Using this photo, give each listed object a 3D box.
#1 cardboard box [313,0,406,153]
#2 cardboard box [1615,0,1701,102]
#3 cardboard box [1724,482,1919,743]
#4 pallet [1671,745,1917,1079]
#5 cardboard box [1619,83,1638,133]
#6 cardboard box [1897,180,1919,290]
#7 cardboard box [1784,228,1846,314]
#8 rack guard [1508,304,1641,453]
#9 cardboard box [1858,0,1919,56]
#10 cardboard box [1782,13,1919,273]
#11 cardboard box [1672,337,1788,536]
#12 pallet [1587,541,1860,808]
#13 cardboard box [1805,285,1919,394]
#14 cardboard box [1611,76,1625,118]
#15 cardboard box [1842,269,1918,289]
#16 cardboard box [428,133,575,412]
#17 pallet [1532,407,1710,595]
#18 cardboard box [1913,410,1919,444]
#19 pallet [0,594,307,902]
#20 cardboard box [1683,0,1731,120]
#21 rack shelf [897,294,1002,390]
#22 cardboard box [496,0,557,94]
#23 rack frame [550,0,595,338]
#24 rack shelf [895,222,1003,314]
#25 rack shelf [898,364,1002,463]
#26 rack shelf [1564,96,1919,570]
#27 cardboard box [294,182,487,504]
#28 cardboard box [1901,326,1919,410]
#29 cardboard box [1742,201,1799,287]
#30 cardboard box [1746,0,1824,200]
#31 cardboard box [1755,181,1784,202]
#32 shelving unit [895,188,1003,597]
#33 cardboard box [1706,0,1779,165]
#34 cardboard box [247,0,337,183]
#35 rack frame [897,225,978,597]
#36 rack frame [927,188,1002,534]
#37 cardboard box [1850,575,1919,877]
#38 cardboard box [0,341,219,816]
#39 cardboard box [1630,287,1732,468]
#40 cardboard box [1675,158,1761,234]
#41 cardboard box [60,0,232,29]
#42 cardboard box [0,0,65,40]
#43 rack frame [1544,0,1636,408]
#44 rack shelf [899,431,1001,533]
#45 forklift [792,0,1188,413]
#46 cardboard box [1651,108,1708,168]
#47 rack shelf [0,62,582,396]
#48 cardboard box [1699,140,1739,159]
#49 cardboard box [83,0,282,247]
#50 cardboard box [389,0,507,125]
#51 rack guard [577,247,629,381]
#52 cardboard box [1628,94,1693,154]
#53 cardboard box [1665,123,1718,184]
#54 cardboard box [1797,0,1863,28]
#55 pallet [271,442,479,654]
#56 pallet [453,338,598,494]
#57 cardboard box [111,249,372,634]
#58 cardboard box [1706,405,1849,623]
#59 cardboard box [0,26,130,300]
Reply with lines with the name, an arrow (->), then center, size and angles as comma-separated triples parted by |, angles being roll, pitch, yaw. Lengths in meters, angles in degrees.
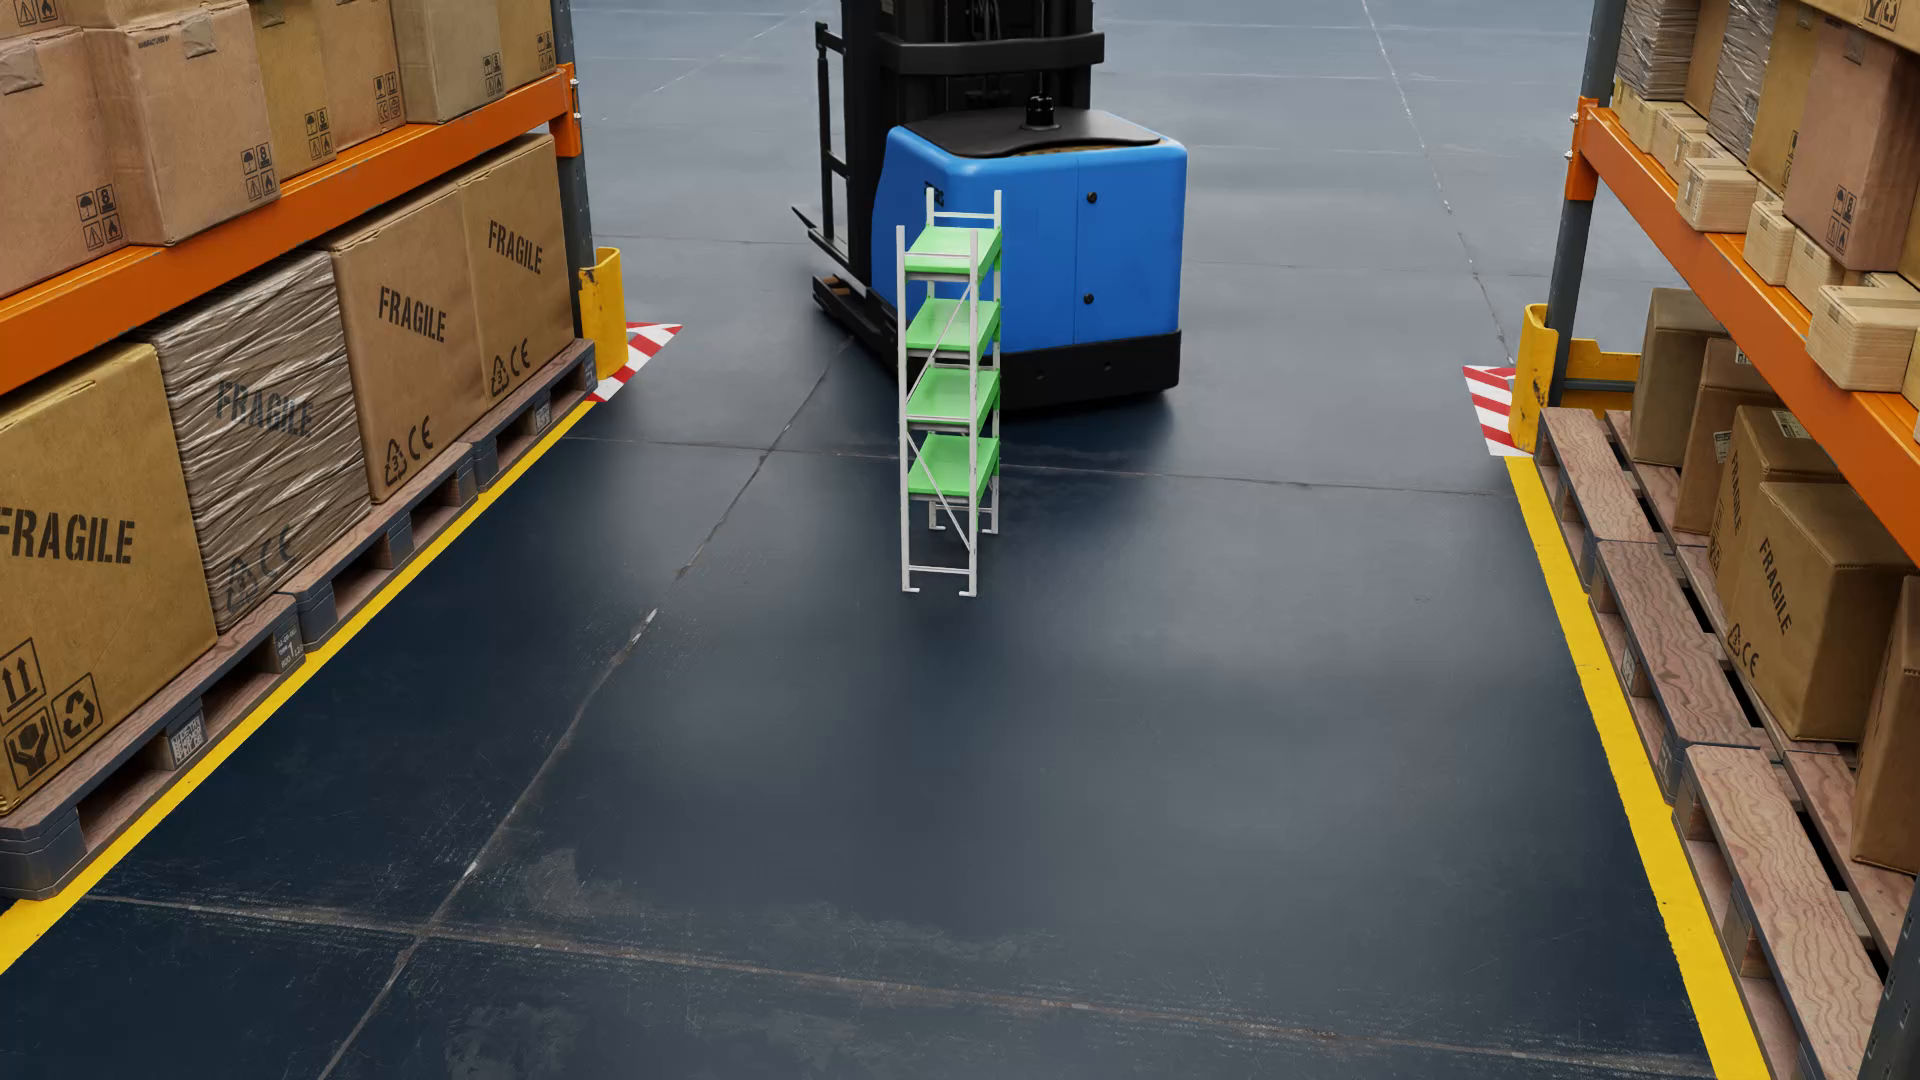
cardboard box -> -2.388, -1.601, 5.455 | 0.875, 0.550, 0.550 | 4, 25, 9
cardboard box -> 2.672, -1.714, 5.405 | 0.875, 0.500, 0.500 | 4, 25, 9
cardboard box -> 2.350, 0.183, 4.274 | 0.500, 0.500, 0.500 | 2, 25, 4
pallet -> 2.210, 0.890, 3.599 | 1.003, 0.211, 1.213 | 4, 25, 9
cardboard box -> 2.447, -1.443, 5.590 | 0.380, 0.149, 0.250 | 4, 25, 9
cardboard box -> 2.386, -0.660, 3.153 | 0.875, 0.500, 0.500 | 4, 25, 9
cardboard box -> 2.133, -0.605, 3.801 | 0.380, 0.149, 0.250 | 4, 25, 9
rack guard -> 2.776, -0.598, 6.439 | 1.175, 0.500, 0.348 | 4, 25, 9
cardboard box -> 2.017, -1.139, 2.996 | 0.500, 0.500, 0.500 | 4, 25, 9
cardboard box -> 2.368, -0.876, 3.615 | 0.875, 0.500, 0.500 | 4, 25, 9
cardboard box -> 2.606, -0.308, 5.323 | 0.500, 0.500, 0.500 | 11, 27, 22
pallet -> 2.407, 0.378, 4.692 | 1.003, 0.211, 1.213 | 4, 25, 9
cardboard box -> 1.961, -0.403, 3.368 | 0.380, 0.149, 0.250 | 4, 25, 9
cardboard box -> 2.507, -1.546, 5.811 | 0.380, 0.149, 0.250 | 4, 25, 9
cardboard box -> 2.132, -0.498, 3.572 | 0.380, 0.149, 0.250 | 4, 25, 9
cardboard box -> -2.134, -1.088, 6.547 | 0.875, 0.875, 0.875 | 4, 25, 9
pallet -> 2.609, -0.130, 5.779 | 1.003, 0.211, 1.213 | 4, 25, 9
cardboard box -> 1.930, -0.190, 2.914 | 0.380, 0.149, 0.250 | 4, 25, 9
pallet -> -2.540, 0.475, 4.486 | 1.003, 0.211, 1.213 | 4, 25, 9
cardboard box -> 2.708, -1.497, 4.941 | 0.875, 0.500, 0.500 | 4, 25, 9
rack shelf -> -0.027, -0.634, 5.273 | 0.258, 0.148, 0.480 | 4, 25, 9
cardboard box -> -2.104, -2.058, 6.431 | 0.875, 0.550, 0.550 | 4, 25, 9
rack frame -> -2.088, -2.148, 6.801 | 1.000, 3.000, 0.127 | 4, 25, 9
rack shelf -> -0.027, -0.851, 5.171 | 0.258, 0.148, 0.480 | 4, 25, 9
rack shelf -> -0.027, -0.416, 5.375 | 0.258, 0.148, 0.480 | 4, 25, 9
rack shelf -> 2.462, -0.600, 4.342 | 1.077, 0.370, 4.000 | 4, 25, 9
cardboard box -> -2.276, -0.720, 5.760 | 0.875, 0.875, 0.875 | 4, 25, 8
cardboard box -> 2.030, -0.290, 3.128 | 0.380, 0.149, 0.250 | 4, 25, 9
cardboard box -> 2.140, -0.712, 4.030 | 0.380, 0.149, 0.250 | 4, 25, 9
cardboard box -> 2.491, -1.082, 4.055 | 0.875, 0.500, 0.500 | 4, 25, 9
cardboard box -> 2.256, -0.812, 4.242 | 0.380, 0.149, 0.250 | 4, 25, 9
shelving unit -> -0.027, -0.474, 5.348 | 0.258, 1.200, 0.503 | 4, 25, 9
cardboard box -> 2.584, -1.291, 4.500 | 0.875, 0.500, 0.500 | 4, 25, 9
cardboard box -> -2.434, -1.376, 4.975 | 0.875, 0.550, 0.500 | 4, 25, 9
rack frame -> -0.067, -0.372, 5.130 | 0.240, 1.200, 0.015 | 4, 25, 9
rack frame -> 0.013, -0.576, 5.566 | 0.240, 1.200, 0.015 | 4, 25, 9
cardboard box -> 2.326, 0.448, 3.708 | 0.500, 0.500, 0.500 | 13, 28, 25
cardboard box -> -2.570, 0.039, 4.140 | 0.875, 0.875, 0.875 | 4, 25, 9
cardboard box -> 2.670, -0.560, 5.862 | 0.500, 0.500, 0.500 | 9, 27, 18
cardboard box -> 2.166, -0.925, 4.485 | 0.380, 0.149, 0.250 | 4, 25, 9
cardboard box -> -2.449, -1.639, 4.262 | 0.875, 0.550, 0.550 | 4, 25, 9
cardboard box -> -2.673, -1.422, 3.800 | 0.875, 0.550, 0.550 | 4, 25, 9
rack frame -> 2.789, -1.762, 5.977 | 1.000, 3.000, 0.127 | 4, 25, 9
rack shelf -> -0.027, -0.199, 5.477 | 0.258, 0.148, 0.480 | 4, 25, 9
forklift -> -0.076, -2.426, 7.475 | 1.130, 2.935, 3.031 | -9, 27, -19
cardboard box -> 2.371, -1.233, 5.143 | 0.380, 0.149, 0.250 | 4, 25, 9
rack shelf -> -2.415, -0.986, 5.167 | 1.077, 0.370, 4.000 | 4, 25, 9
cardboard box -> 2.309, -1.023, 4.693 | 0.380, 0.149, 0.250 | 4, 25, 9
cardboard box -> -2.421, -1.148, 4.487 | 0.875, 0.550, 0.550 | 4, 25, 9
cardboard box -> -2.172, -1.826, 5.937 | 0.875, 0.550, 0.550 | 4, 25, 9
rack guard -> -2.084, -1.026, 7.353 | 1.175, 0.500, 0.348 | 4, 25, 9
cardboard box -> 2.391, -1.339, 5.369 | 0.380, 0.149, 0.250 | 4, 25, 9
cardboard box -> 2.323, -1.129, 4.920 | 0.380, 0.149, 0.250 | 4, 25, 9
cardboard box -> 2.100, -1.348, 3.443 | 0.500, 0.500, 0.500 | 4, 25, 9
pallet -> -2.343, -0.037, 5.580 | 1.003, 0.211, 1.213 | 4, 25, 9
pallet -> -2.142, -0.545, 6.666 | 1.003, 0.211, 1.213 | 4, 25, 9
cardboard box -> -2.427, -0.339, 4.946 | 0.875, 0.875, 0.875 | 4, 25, 9
cardboard box -> 2.485, -0.048, 4.766 | 0.500, 0.500, 0.500 | 6, 26, 13
cardboard box -> -2.626, -0.930, 4.022 | 0.875, 0.550, 0.550 | 4, 25, 9
